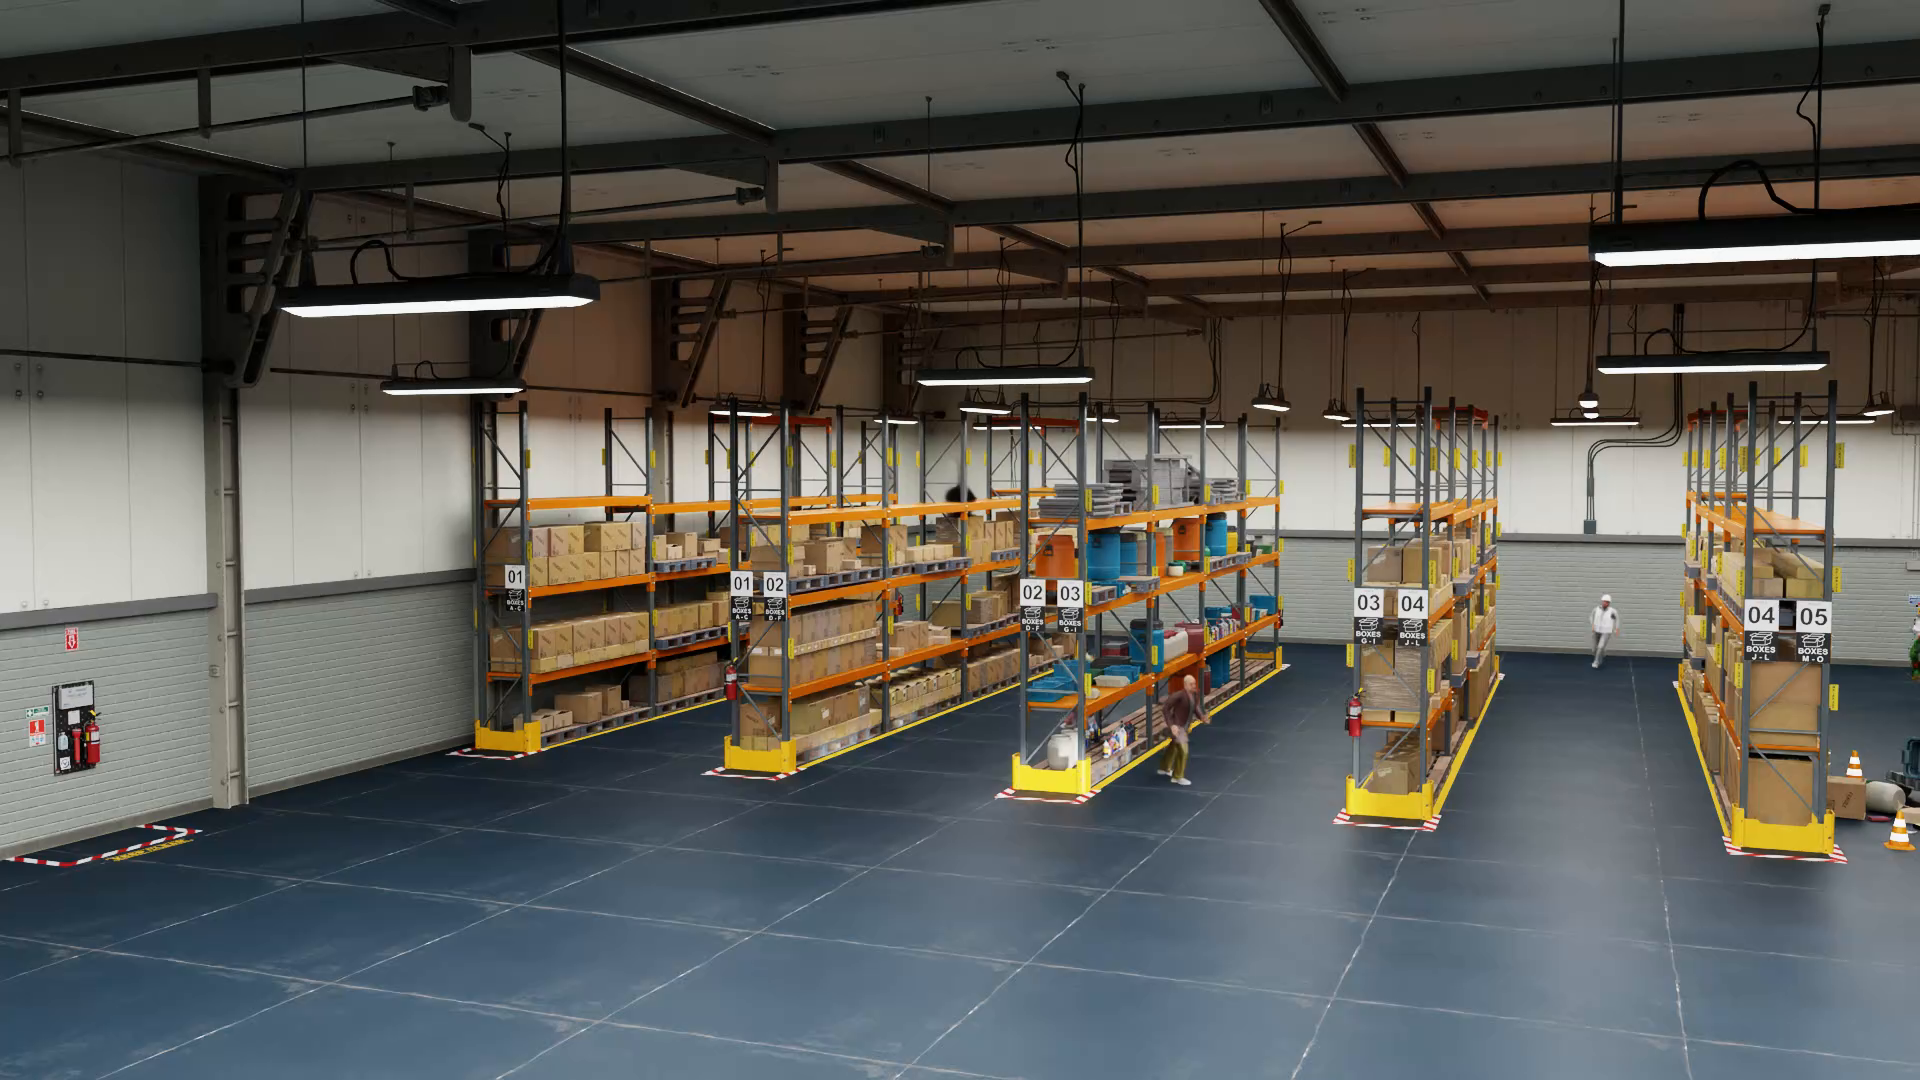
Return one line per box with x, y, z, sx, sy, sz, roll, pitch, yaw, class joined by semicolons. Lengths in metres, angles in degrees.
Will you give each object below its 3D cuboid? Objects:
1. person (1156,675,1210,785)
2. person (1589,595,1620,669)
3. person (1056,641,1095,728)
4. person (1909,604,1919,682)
3.402;2.910;25.687;0.969;1.700;0.758;2;3;37;person
15.231;2.173;39.392;0.682;1.753;0.977;2;4;40;person
2.231;2.643;30.668;0.933;1.648;0.603;-1;3;-26;person
21.695;2.293;37.328;0.773;1.841;0.642;0;3;6;person
